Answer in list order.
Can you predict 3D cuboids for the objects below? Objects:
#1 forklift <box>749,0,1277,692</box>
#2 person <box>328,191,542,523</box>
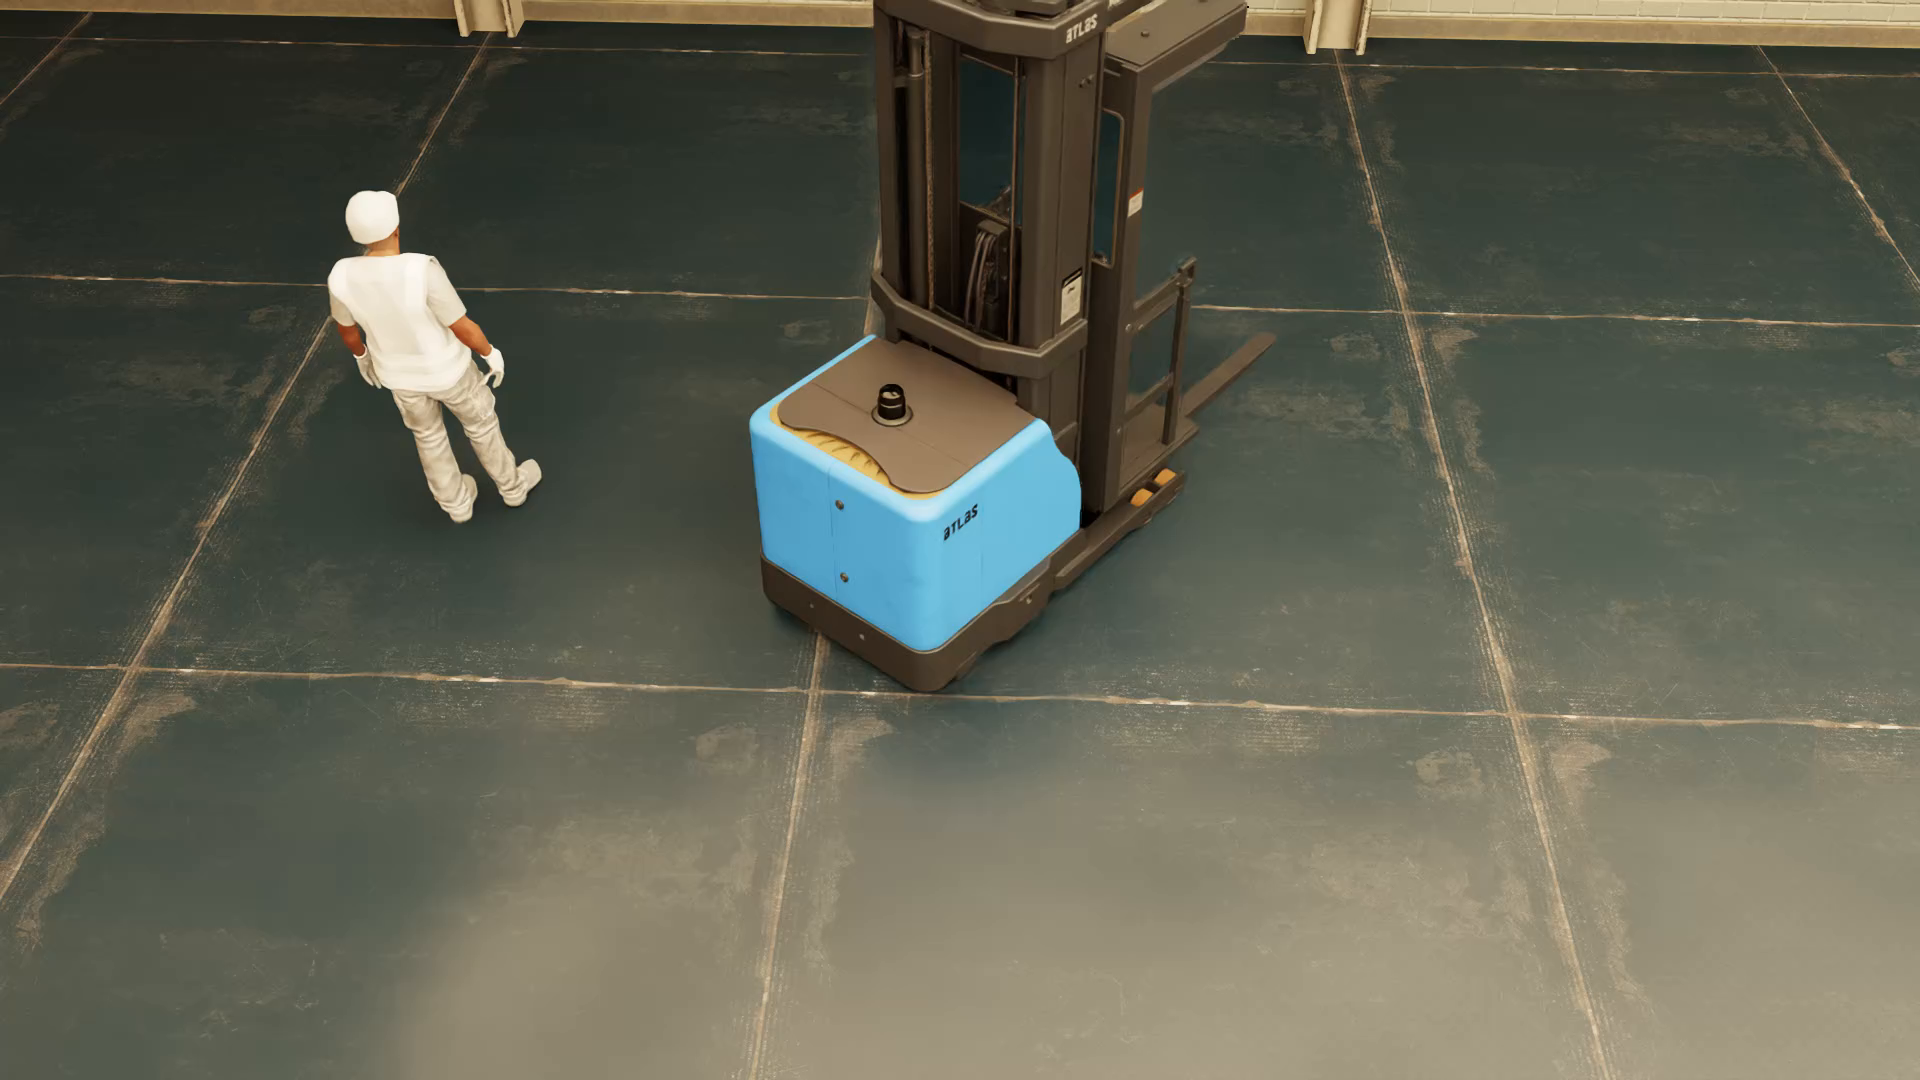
[{"bbox_3d":[0.441,-1.359,7.231,1.130,2.935,3.031,30,50,28],"label":"forklift"},{"bbox_3d":[-2.383,-0.839,7.506,0.672,1.786,0.576,3,42,3],"label":"person"}]
